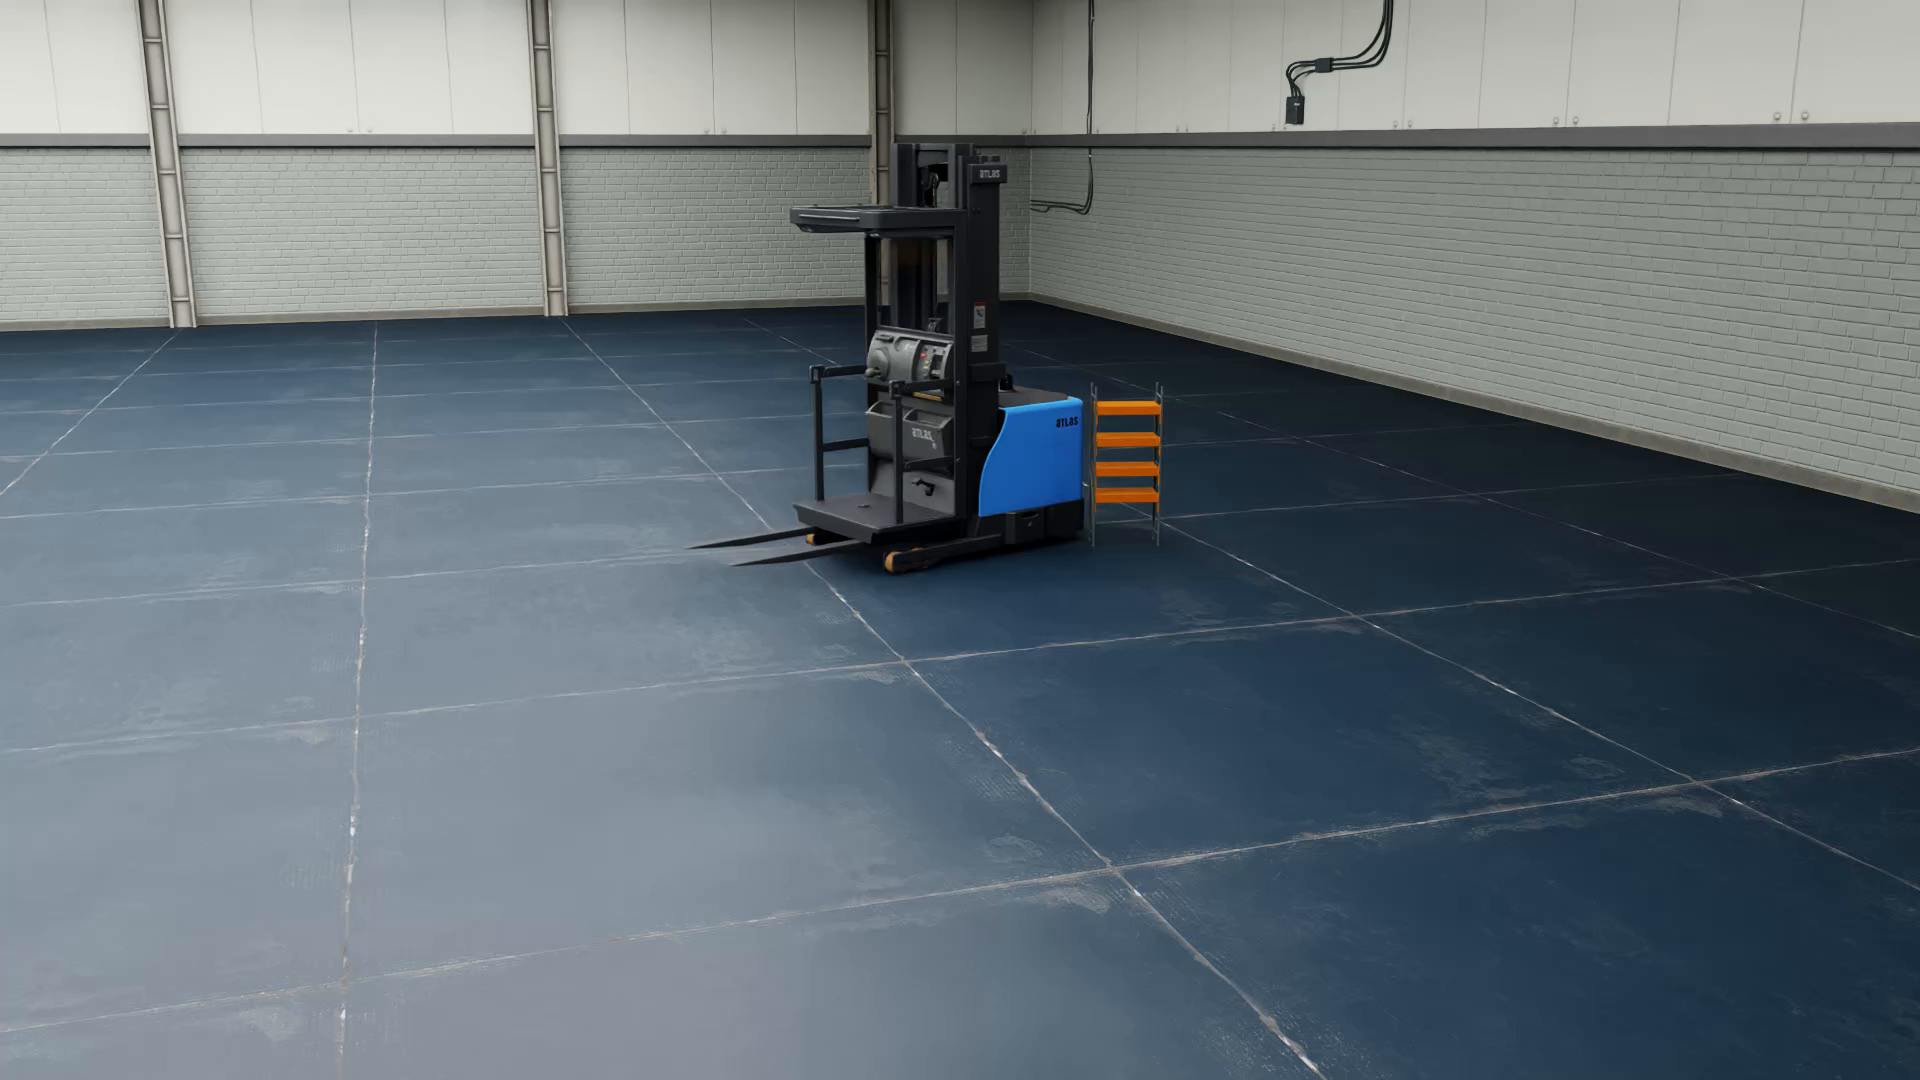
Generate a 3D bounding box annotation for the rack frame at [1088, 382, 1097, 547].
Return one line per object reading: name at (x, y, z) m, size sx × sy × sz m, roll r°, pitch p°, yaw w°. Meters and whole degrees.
rack frame at (0.991, -0.563, 12.416) m, size 0.015 × 1.200 × 0.240 m, roll -1°, pitch 13°, yaw -3°

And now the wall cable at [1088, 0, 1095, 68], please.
wall cable at (2.640, -9.070, 27.124) m, size 0.112 × 2.526 × 3.097 m, roll -4°, pitch 14°, yaw -18°

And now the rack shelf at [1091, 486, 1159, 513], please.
rack shelf at (1.235, -0.307, 12.490) m, size 0.480 × 0.148 × 0.258 m, roll -1°, pitch 13°, yaw -3°

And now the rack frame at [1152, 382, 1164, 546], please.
rack frame at (1.479, -0.569, 12.442) m, size 0.015 × 1.200 × 0.240 m, roll -1°, pitch 13°, yaw -3°

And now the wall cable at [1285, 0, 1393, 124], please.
wall cable at (4.790, -8.288, 20.692) m, size 0.169 × 6.003 × 2.305 m, roll -4°, pitch 14°, yaw -18°

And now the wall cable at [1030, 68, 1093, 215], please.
wall cable at (1.777, -7.206, 30.203) m, size 0.112 × 2.526 × 3.097 m, roll -4°, pitch 14°, yaw -18°

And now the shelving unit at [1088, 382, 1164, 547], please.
shelving unit at (1.235, -0.566, 12.429) m, size 0.503 × 1.200 × 0.258 m, roll -1°, pitch 13°, yaw -3°

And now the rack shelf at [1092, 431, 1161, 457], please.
rack shelf at (1.235, -0.718, 12.393) m, size 0.480 × 0.148 × 0.258 m, roll -1°, pitch 13°, yaw -3°

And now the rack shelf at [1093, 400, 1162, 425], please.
rack shelf at (1.235, -0.948, 12.338) m, size 0.480 × 0.148 × 0.258 m, roll -1°, pitch 13°, yaw -3°

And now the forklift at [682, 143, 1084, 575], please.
forklift at (-0.527, -1.319, 11.853) m, size 3.031 × 2.935 × 1.130 m, roll -10°, pitch 17°, yaw -37°

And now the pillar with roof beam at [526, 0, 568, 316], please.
pillar with roof beam at (-5.751, -7.403, 24.318) m, size 0.400 × 9.000 × 9.100 m, roll -4°, pitch 14°, yaw -18°

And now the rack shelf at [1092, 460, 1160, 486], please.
rack shelf at (1.235, -0.500, 12.444) m, size 0.480 × 0.148 × 0.258 m, roll -1°, pitch 13°, yaw -3°

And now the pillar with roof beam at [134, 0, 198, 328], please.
pillar with roof beam at (-11.437, -6.960, 22.456) m, size 0.400 × 9.000 × 9.100 m, roll -4°, pitch 14°, yaw -18°

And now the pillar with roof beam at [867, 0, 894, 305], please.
pillar with roof beam at (-0.064, -7.845, 26.180) m, size 0.400 × 9.000 × 9.100 m, roll -4°, pitch 14°, yaw -18°
